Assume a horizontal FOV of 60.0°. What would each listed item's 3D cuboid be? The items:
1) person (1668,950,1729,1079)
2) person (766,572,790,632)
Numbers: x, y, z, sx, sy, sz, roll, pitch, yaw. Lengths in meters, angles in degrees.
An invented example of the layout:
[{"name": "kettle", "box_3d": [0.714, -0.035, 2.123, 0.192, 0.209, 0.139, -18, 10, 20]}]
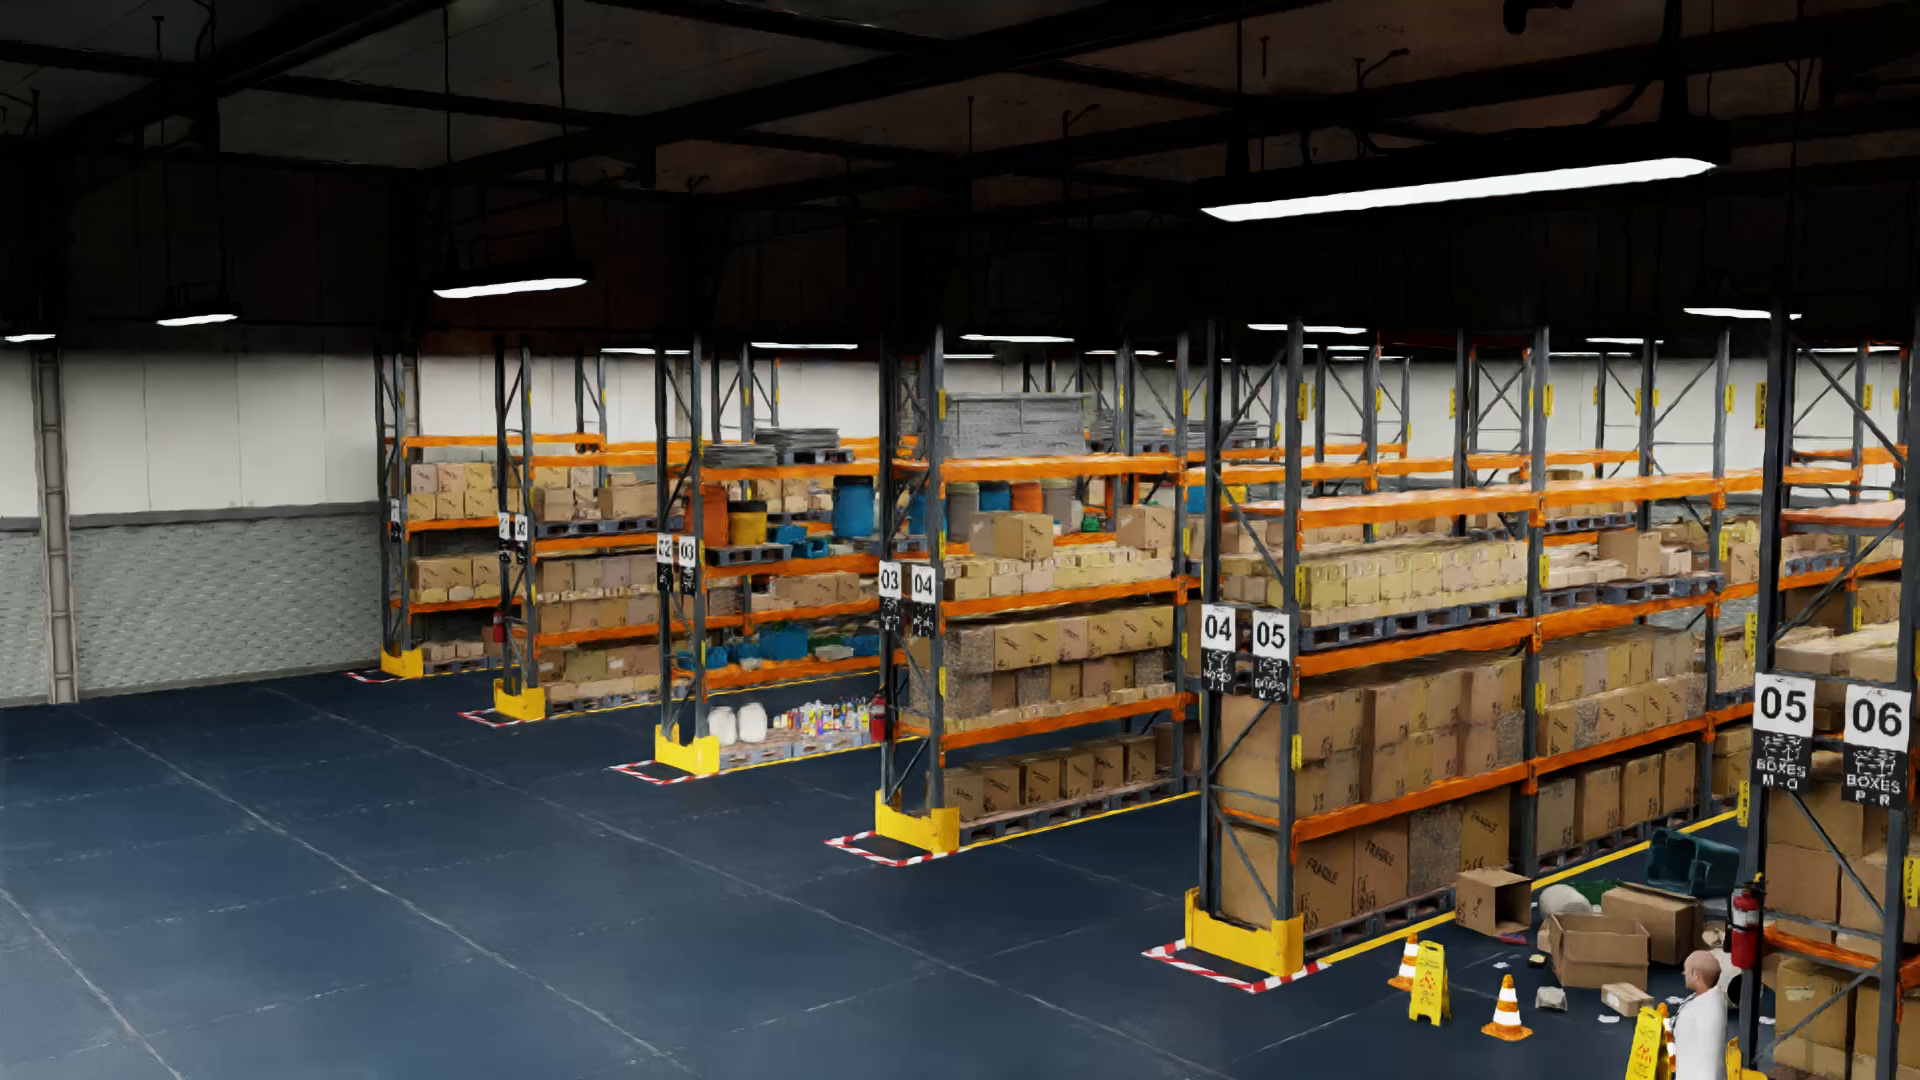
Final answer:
[{"name": "person", "box_3d": [4.561, 3.375, 10.070, 0.586, 1.770, 0.690, 2, 6, 23]}, {"name": "person", "box_3d": [-3.625, 1.288, 32.994, 0.528, 1.727, 1.030, 5, 7, 41]}]
